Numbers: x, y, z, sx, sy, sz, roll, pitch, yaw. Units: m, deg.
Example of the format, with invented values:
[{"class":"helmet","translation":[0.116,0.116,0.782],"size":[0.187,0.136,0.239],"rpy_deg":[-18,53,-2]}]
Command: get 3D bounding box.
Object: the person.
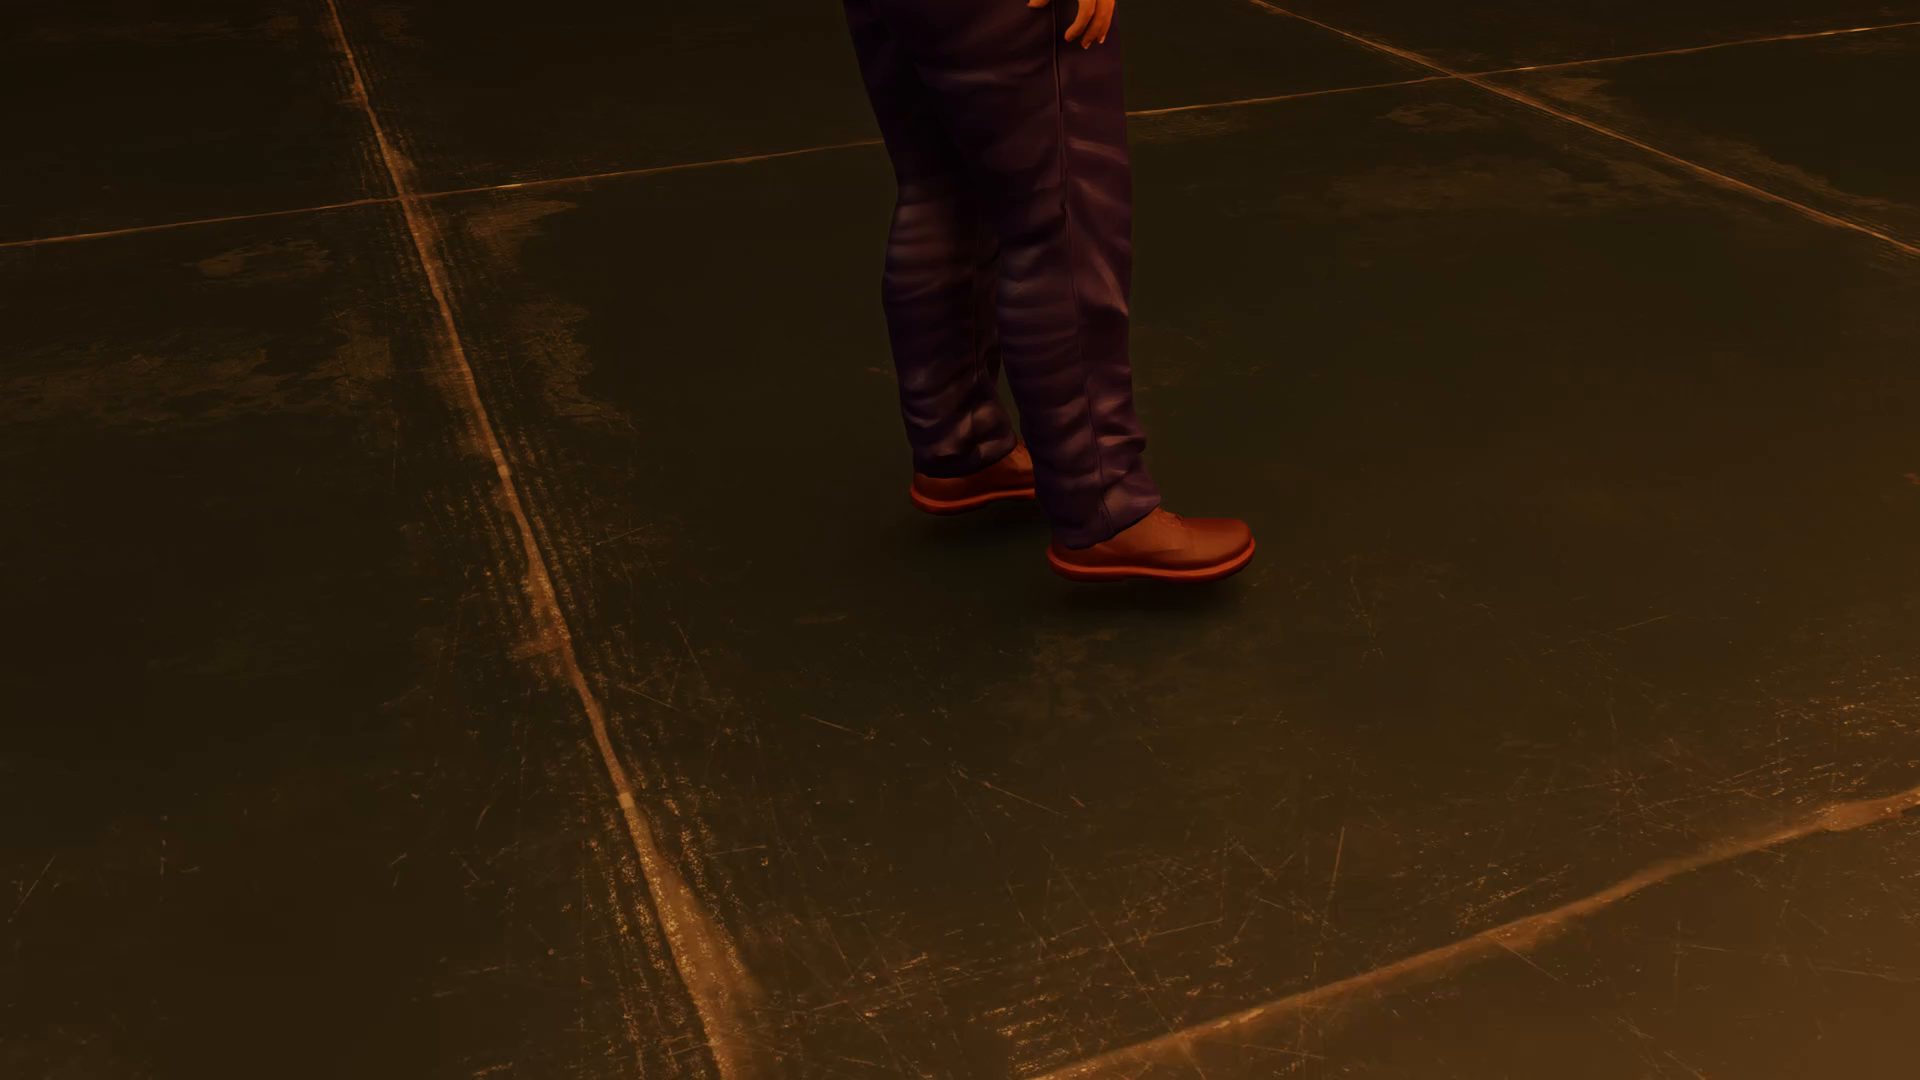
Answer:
[{"class":"person","translation":[0.094,-0.760,2.075],"size":[0.502,1.651,0.585],"rpy_deg":[-11,32,-19]}]
